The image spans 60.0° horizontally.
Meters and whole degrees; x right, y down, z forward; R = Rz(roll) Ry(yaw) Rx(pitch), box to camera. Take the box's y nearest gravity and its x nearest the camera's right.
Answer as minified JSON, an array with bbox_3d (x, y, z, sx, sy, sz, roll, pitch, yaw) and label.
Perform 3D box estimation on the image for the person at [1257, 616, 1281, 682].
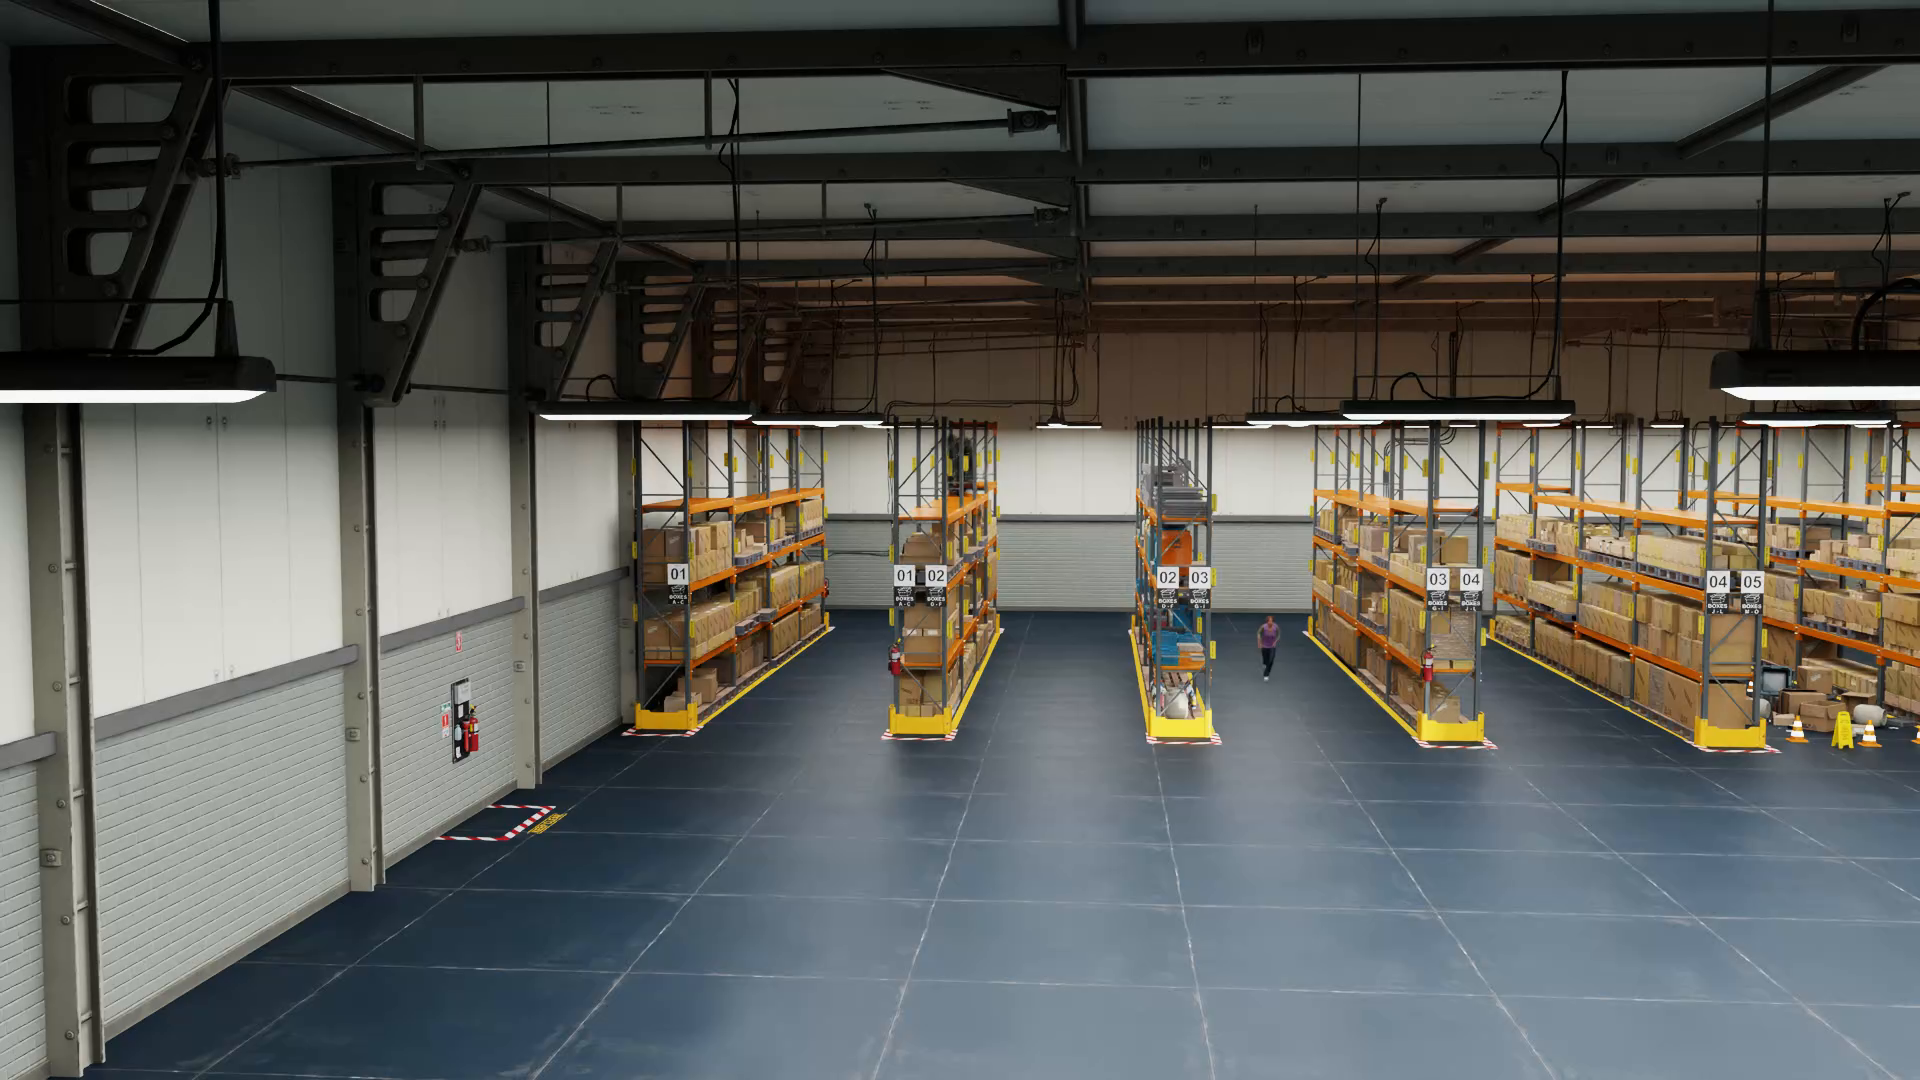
[{"bbox_3d":[7.091,2.485,38.235,0.533,1.537,0.715,0,4,0],"label":"person"}]

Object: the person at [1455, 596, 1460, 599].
[{"bbox_3d":[14.145,1.809,46.977,0.748,1.823,0.768,-1,4,-13],"label":"person"}]

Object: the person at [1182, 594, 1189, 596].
[{"bbox_3d":[6.619,1.635,48.992,0.678,1.761,0.663,1,4,20],"label":"person"}]
